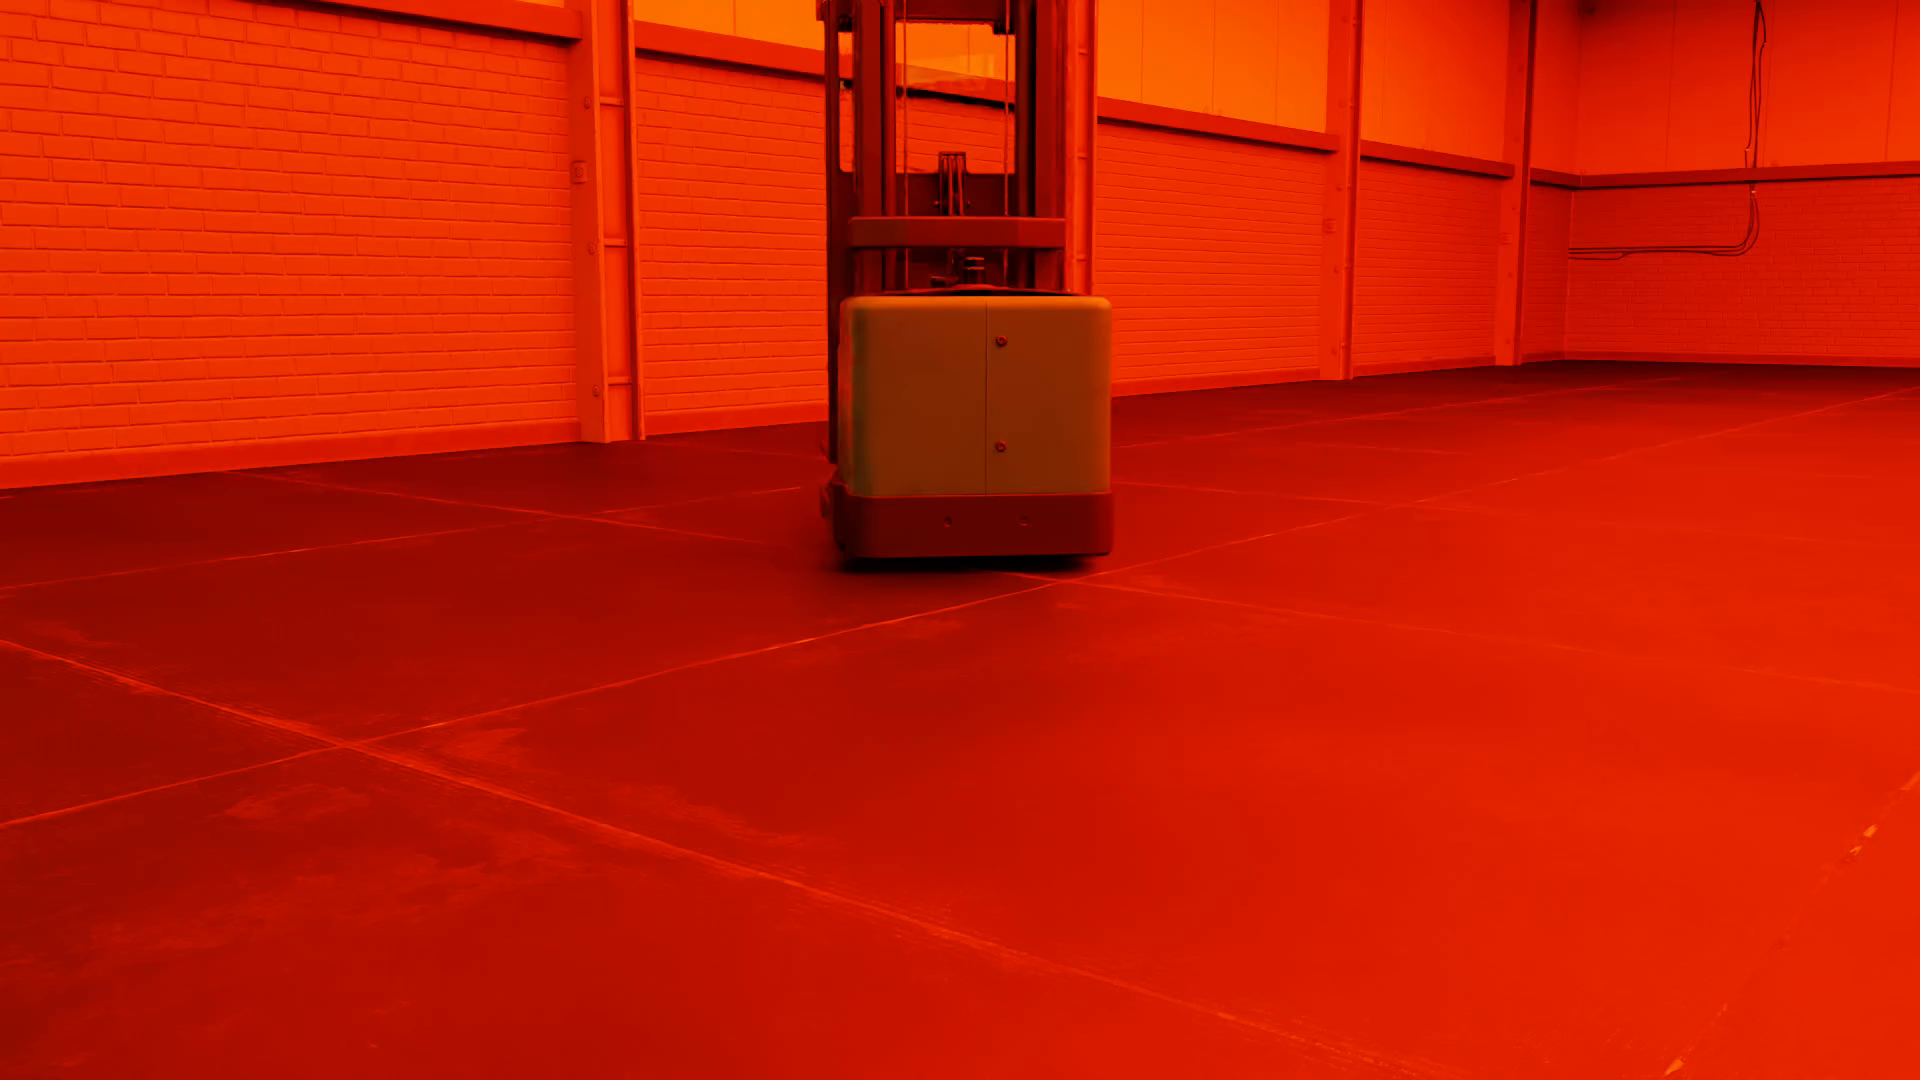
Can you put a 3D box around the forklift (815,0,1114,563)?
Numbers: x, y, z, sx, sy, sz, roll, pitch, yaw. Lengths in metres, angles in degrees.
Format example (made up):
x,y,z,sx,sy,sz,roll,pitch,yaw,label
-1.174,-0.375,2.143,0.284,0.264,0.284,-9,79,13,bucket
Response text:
x,y,z,sx,sy,sz,roll,pitch,yaw,label
-0.098,-1.533,7.761,1.130,2.935,3.031,-1,8,-8,forklift
